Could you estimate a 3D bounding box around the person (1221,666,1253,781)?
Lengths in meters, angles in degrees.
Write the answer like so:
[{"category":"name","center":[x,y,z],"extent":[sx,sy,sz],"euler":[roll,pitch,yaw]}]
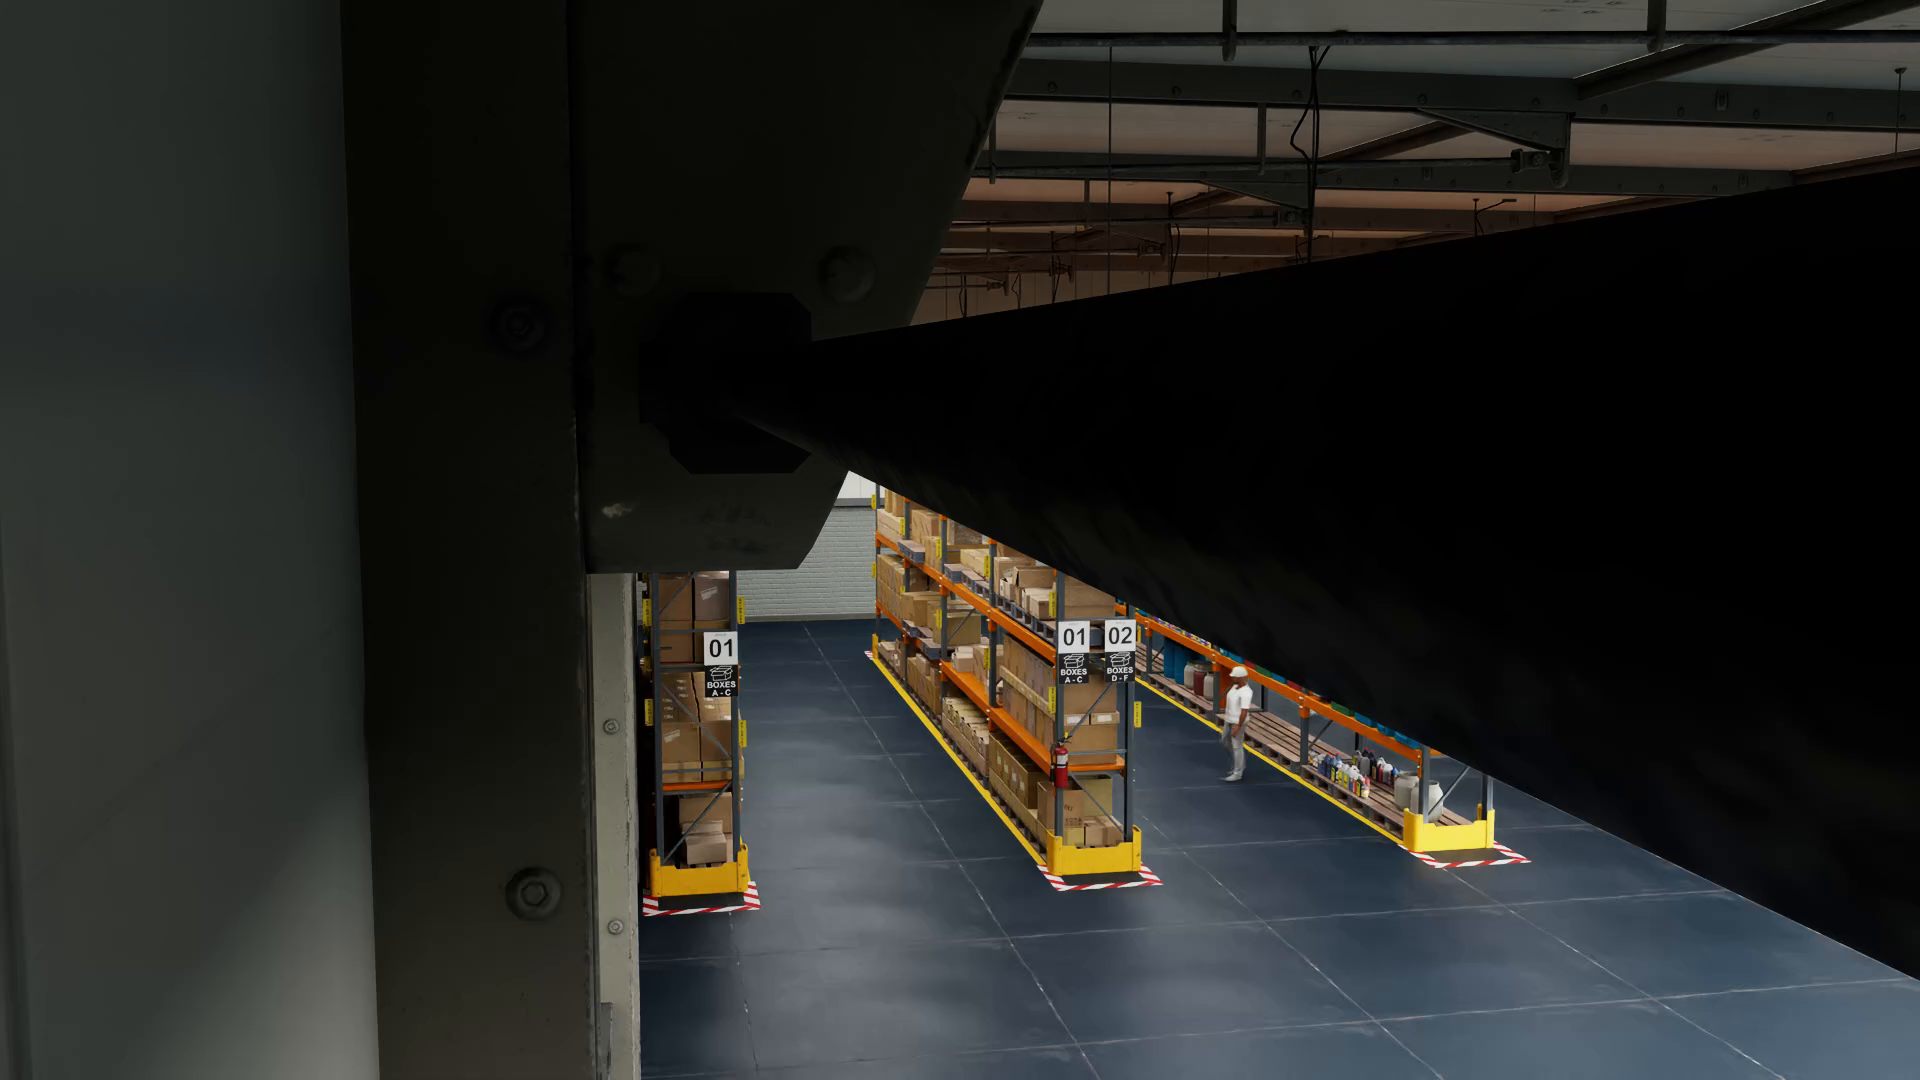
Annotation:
[{"category":"person","center":[4.259,2.834,25.672],"extent":[0.457,1.800,0.620],"euler":[-2,6,-16]}]
